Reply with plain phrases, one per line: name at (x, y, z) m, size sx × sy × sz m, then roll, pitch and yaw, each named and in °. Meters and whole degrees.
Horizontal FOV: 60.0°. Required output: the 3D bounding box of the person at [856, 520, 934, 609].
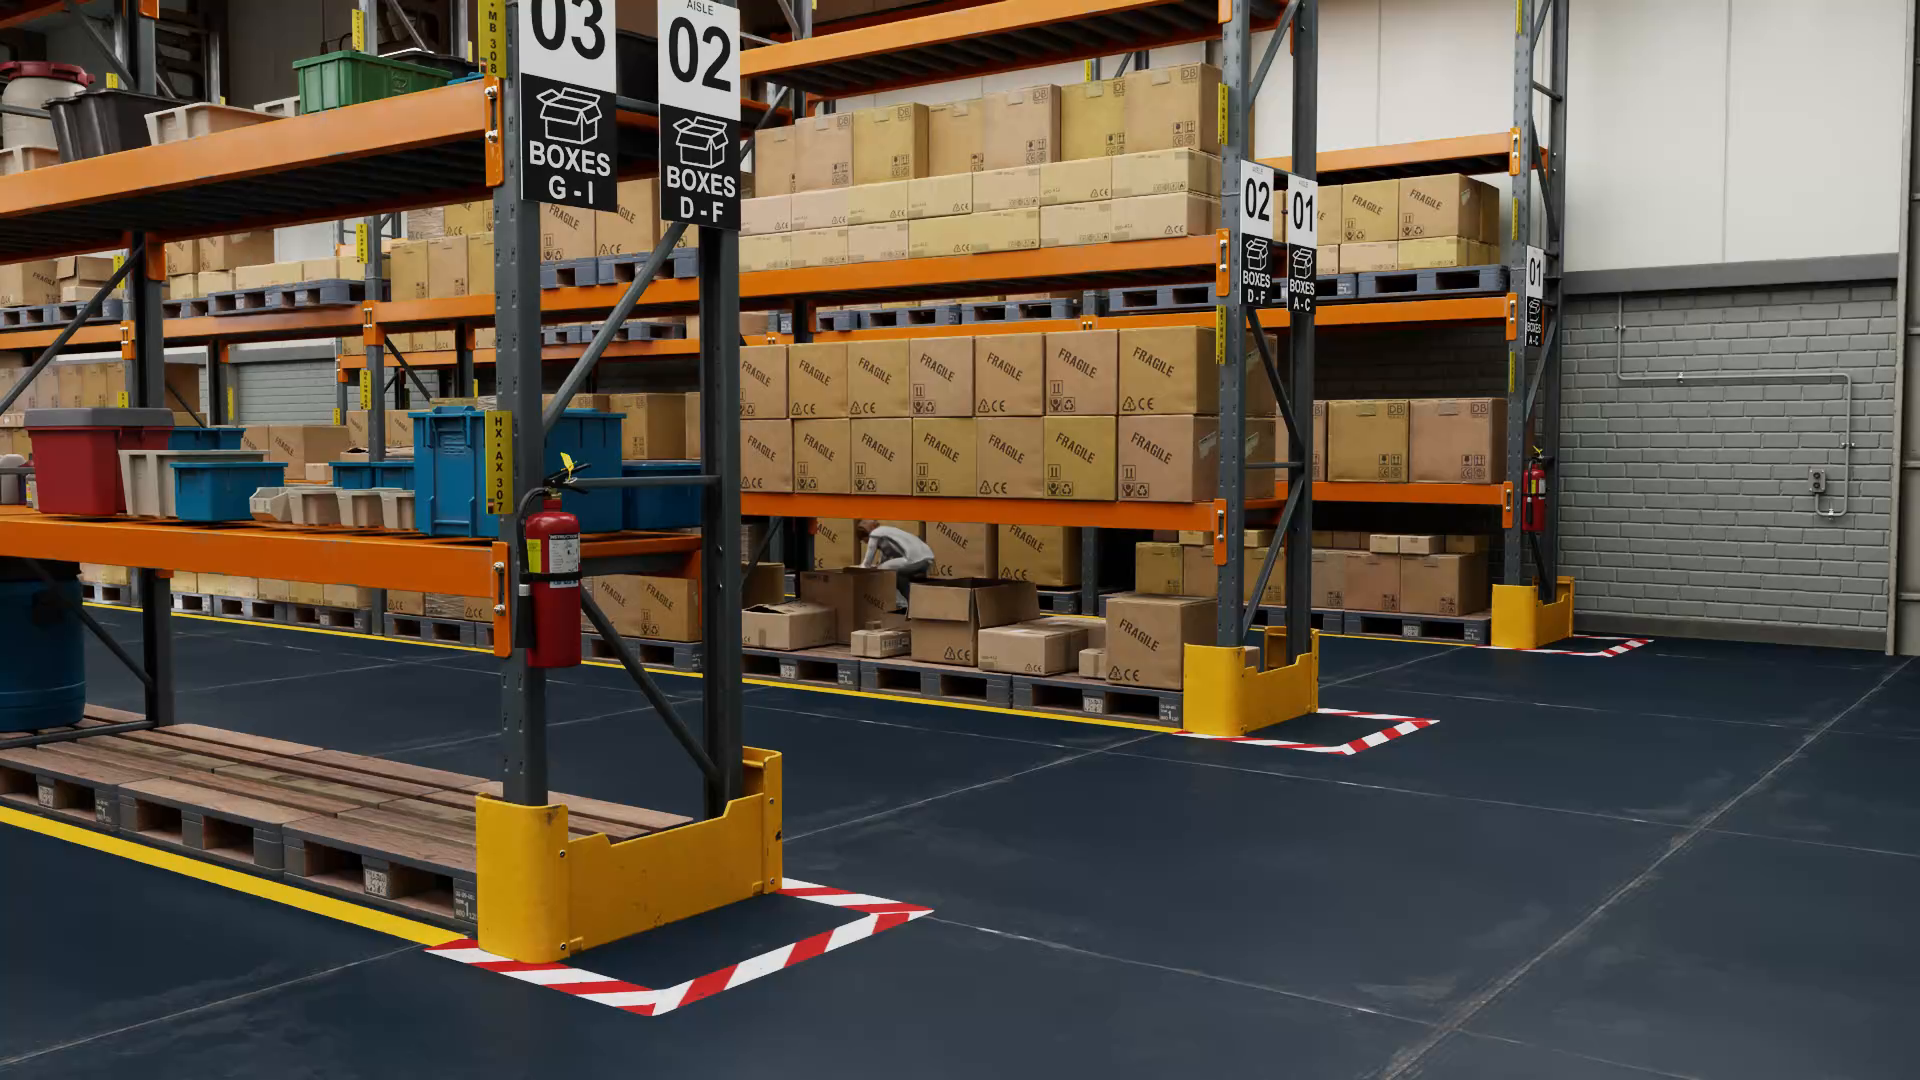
person at (-0.631, 0.277, 15.806) m, size 0.834 × 0.880 × 0.421 m, roll 2°, pitch 4°, yaw 35°
